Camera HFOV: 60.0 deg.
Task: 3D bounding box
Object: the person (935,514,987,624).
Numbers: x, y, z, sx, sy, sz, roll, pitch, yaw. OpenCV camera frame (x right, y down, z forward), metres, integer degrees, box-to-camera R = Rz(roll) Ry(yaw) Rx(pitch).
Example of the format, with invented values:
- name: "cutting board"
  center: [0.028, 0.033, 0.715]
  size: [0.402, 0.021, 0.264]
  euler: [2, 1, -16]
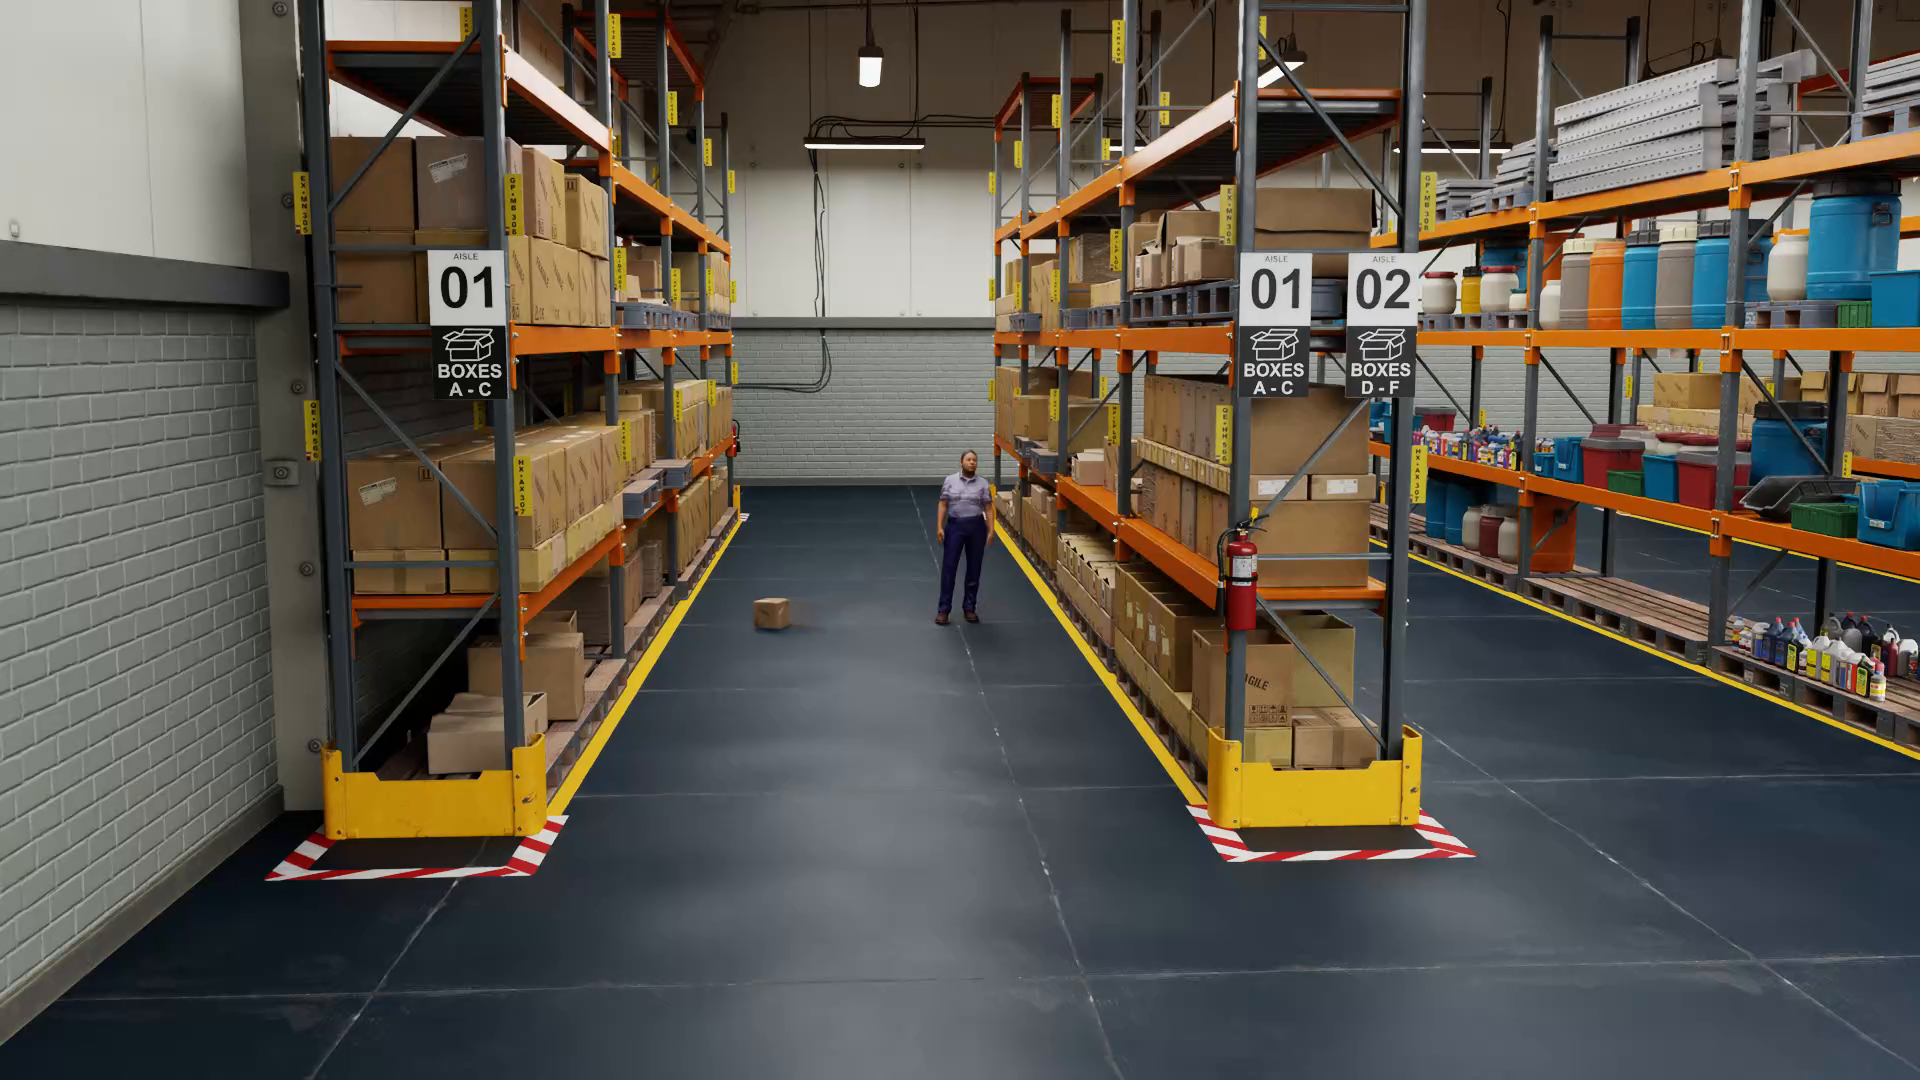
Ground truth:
- name: "person"
  center: [0.008, 0.266, 16.099]
  size: [0.525, 1.034, 0.501]
  euler: [-1, 7, -4]
